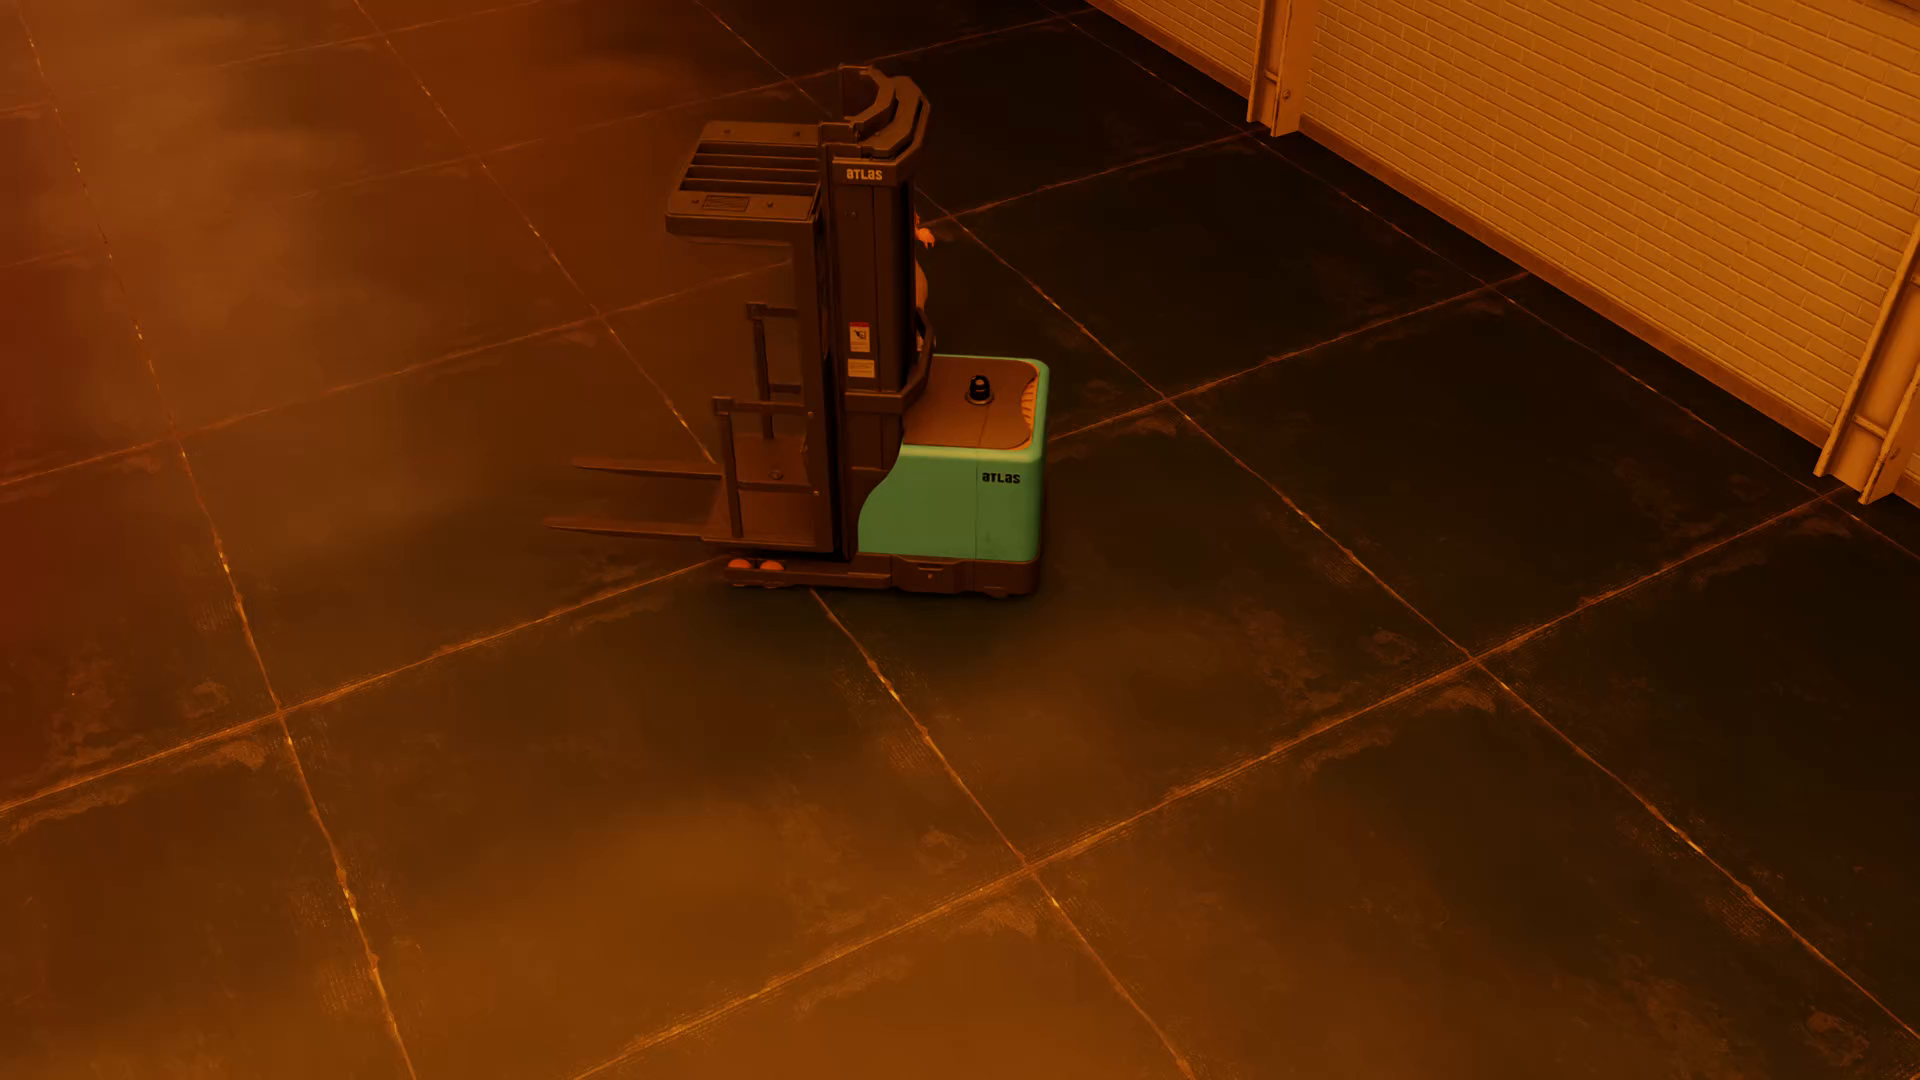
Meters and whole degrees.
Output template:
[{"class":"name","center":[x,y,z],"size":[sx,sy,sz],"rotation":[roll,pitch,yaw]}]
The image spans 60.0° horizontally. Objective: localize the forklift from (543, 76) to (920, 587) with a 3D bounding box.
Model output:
[{"class":"forklift","center":[-1.072,-1.146,9.467],"size":[2.884,2.867,1.101],"rotation":[3,40,4]}]
